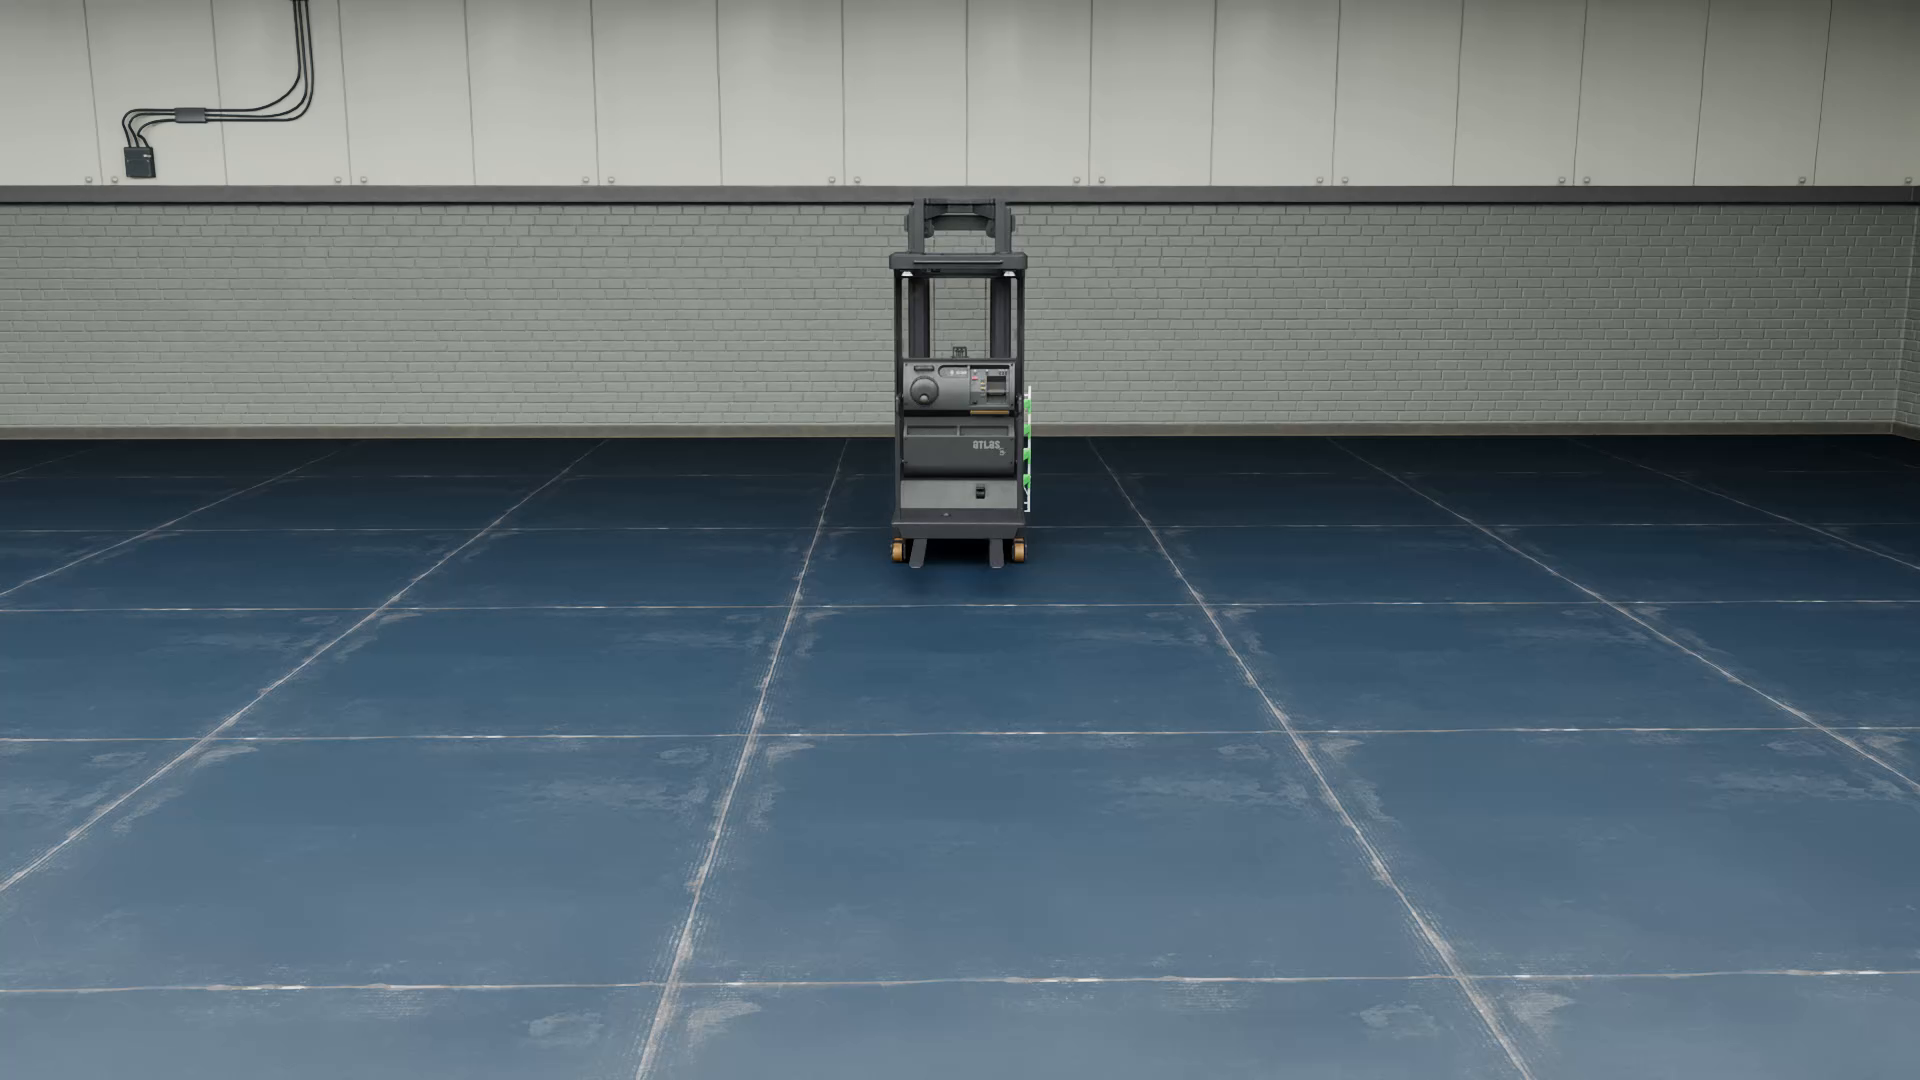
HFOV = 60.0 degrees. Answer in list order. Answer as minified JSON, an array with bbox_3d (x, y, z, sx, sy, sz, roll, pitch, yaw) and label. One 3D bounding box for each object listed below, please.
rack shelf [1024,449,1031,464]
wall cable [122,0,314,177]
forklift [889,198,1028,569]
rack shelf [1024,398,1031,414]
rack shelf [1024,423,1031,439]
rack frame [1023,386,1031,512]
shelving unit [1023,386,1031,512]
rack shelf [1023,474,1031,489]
[{"bbox_3d":[0.491,-0.756,15.587,0.258,0.148,0.480,3,12,14],"label":"rack shelf"},{"bbox_3d":[-8.908,-7.335,19.527,2.305,6.003,0.169,0,11,-1],"label":"wall cable"},{"bbox_3d":[-0.008,-1.312,13.655,1.130,2.935,3.031,0,11,1],"label":"forklift"},{"bbox_3d":[0.491,-1.226,15.492,0.258,0.148,0.480,3,12,14],"label":"rack shelf"},{"bbox_3d":[0.491,-0.991,15.540,0.258,0.148,0.480,3,12,14],"label":"rack shelf"},{"bbox_3d":[0.551,-0.865,15.806,0.240,1.200,0.015,3,12,14],"label":"rack frame"},{"bbox_3d":[0.491,-0.818,15.575,0.258,1.200,0.503,3,12,14],"label":"shelving unit"},{"bbox_3d":[0.491,-0.520,15.635,0.258,0.148,0.480,3,12,14],"label":"rack shelf"}]
